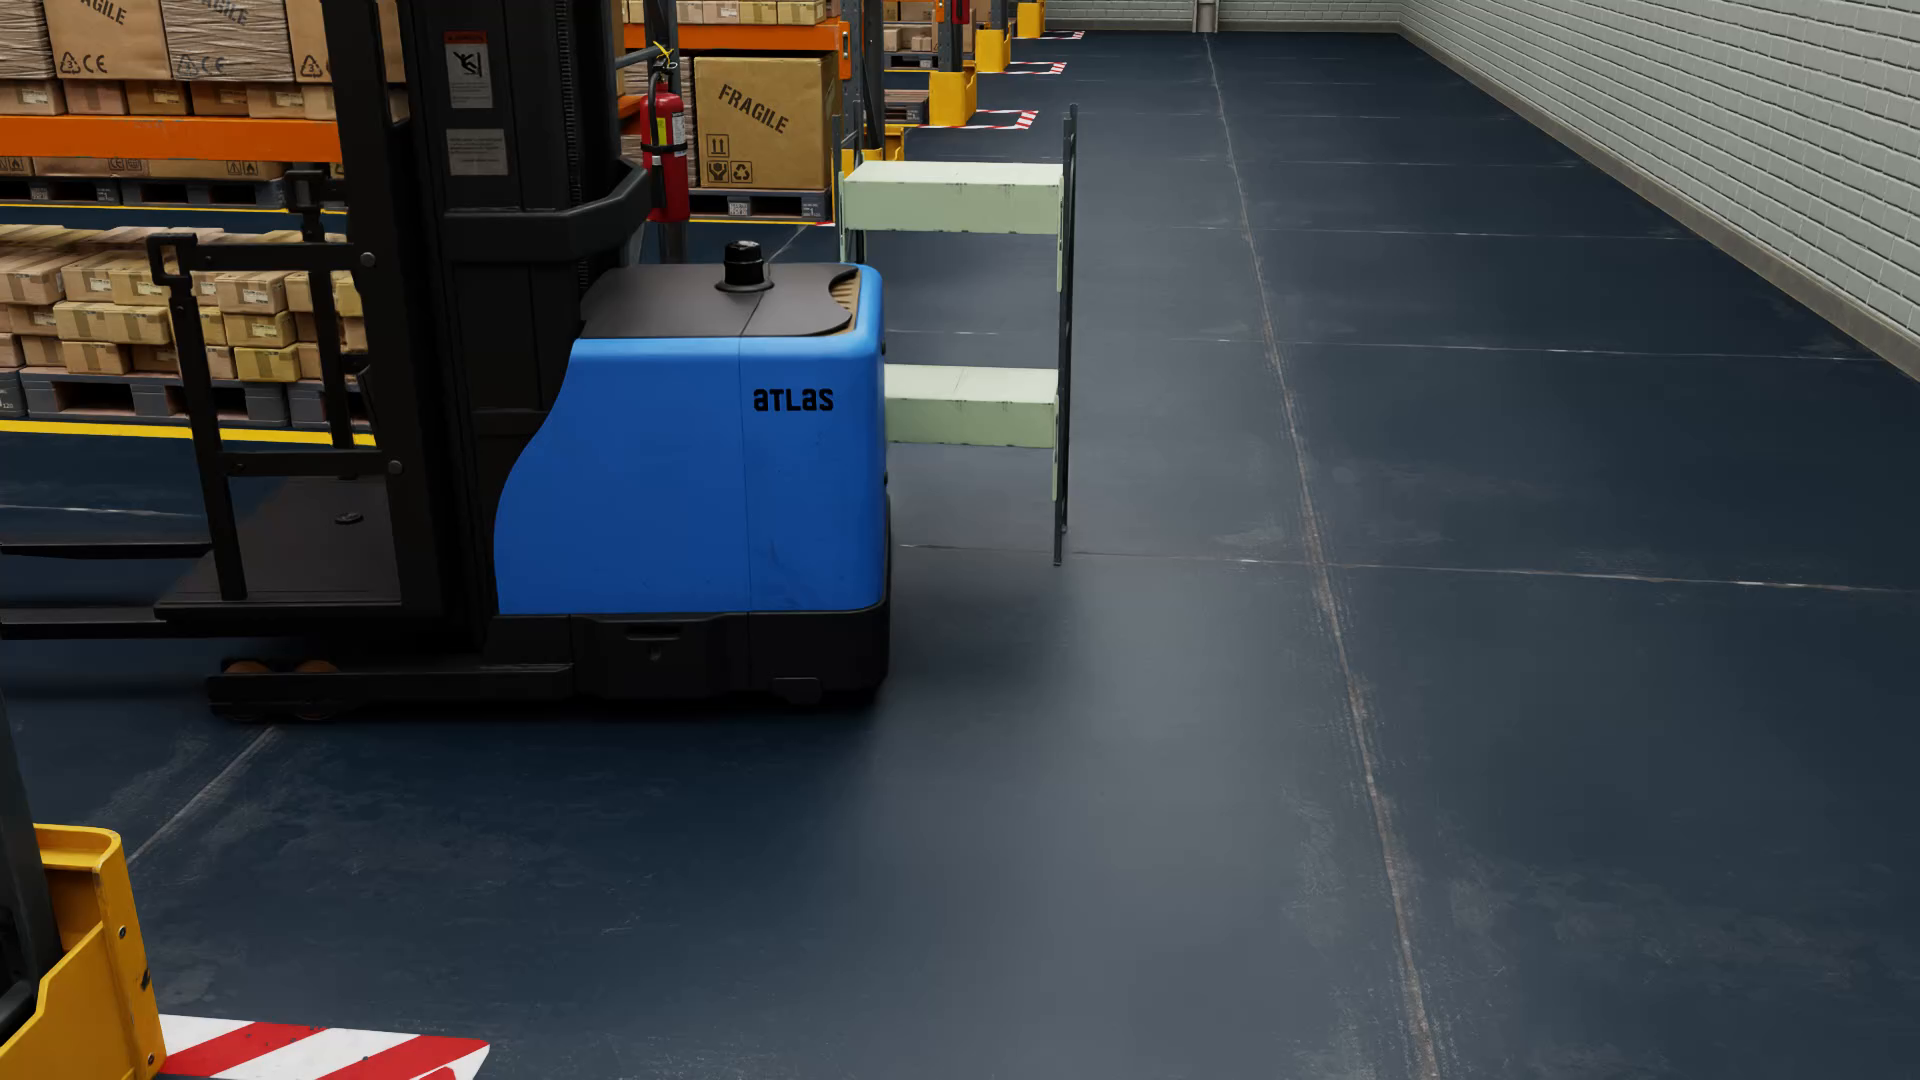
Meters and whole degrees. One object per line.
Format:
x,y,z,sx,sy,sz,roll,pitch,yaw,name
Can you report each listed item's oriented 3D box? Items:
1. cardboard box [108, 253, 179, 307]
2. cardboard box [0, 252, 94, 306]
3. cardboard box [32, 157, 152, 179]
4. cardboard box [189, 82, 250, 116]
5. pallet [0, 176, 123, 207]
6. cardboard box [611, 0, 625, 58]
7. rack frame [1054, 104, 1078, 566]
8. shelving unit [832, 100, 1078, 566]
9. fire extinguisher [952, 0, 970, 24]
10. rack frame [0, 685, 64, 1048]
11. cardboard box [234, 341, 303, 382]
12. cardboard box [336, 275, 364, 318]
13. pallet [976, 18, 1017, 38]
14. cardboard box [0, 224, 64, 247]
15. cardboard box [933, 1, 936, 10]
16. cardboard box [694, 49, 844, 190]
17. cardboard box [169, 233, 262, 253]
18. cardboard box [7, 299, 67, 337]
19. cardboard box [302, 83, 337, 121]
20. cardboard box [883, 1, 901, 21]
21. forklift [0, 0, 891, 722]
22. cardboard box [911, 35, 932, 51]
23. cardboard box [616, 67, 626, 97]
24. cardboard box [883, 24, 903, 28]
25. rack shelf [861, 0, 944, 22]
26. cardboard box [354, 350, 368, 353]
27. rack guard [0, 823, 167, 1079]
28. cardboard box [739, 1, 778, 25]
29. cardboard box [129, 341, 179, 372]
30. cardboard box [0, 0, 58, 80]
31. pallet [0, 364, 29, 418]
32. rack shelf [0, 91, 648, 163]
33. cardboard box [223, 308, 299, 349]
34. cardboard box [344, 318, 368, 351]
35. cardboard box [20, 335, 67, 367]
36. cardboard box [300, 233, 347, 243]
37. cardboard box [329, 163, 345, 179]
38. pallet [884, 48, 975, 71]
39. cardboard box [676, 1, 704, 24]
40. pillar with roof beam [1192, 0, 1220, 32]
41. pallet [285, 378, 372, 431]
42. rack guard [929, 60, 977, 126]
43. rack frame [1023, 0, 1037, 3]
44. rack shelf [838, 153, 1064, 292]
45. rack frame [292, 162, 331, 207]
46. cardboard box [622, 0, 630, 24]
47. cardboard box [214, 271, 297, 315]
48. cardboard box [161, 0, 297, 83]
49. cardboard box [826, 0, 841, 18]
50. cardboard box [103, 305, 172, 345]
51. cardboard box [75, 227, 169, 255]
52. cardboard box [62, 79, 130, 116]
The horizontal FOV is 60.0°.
-3.462,-1.133,7.223,0.250,0.149,0.380,3,22,7,cardboard box
-3.982,-1.140,7.240,0.250,0.149,0.380,3,22,7,cardboard box
-6.169,-3.227,12.341,0.875,0.875,1.225,2,22,4,cardboard box
-2.982,-1.863,6.915,0.250,0.149,0.380,2,22,4,cardboard box
-6.634,-2.722,12.537,1.213,0.211,1.003,2,22,6,pallet
-1.769,-2.286,7.103,0.500,0.500,0.500,4,22,9,cardboard box
0.357,-0.682,5.625,0.023,1.500,0.400,2,22,6,rack frame
-0.007,-0.698,5.665,0.755,1.500,0.431,2,22,6,shelving unit
0.007,-5.214,15.661,0.183,0.674,0.296,2,22,6,fire extinguisher
-1.838,-0.170,2.289,0.127,3.000,1.000,2,22,6,rack frame
-2.930,-0.808,7.211,0.250,0.149,0.380,2,22,4,cardboard box
-2.426,-1.054,7.024,0.250,0.149,0.380,2,22,5,cardboard box
0.274,-7.922,25.692,1.213,0.211,1.003,2,22,6,pallet
-4.438,-1.375,7.836,0.250,0.149,0.380,2,22,6,cardboard box
-0.127,-8.261,25.585,0.500,0.500,0.700,2,22,6,cardboard box
-1.317,-2.993,11.750,0.875,0.875,0.875,2,22,6,cardboard box
-3.406,-1.300,7.645,0.250,0.149,0.380,3,22,6,cardboard box
-3.960,-1.021,7.344,0.250,0.149,0.380,4,22,9,cardboard box
-2.462,-1.808,6.774,0.250,0.149,0.380,3,22,8,cardboard box
-1.157,-8.303,25.691,0.500,0.500,0.700,3,22,8,cardboard box
-1.734,-1.052,4.613,3.031,2.935,1.130,-1,22,-1,forklift
-0.463,-6.275,20.988,0.250,0.166,0.380,2,22,6,cardboard box
-1.639,-1.998,7.256,0.250,0.149,0.380,2,22,6,cardboard box
-1.002,-6.501,21.444,0.500,0.250,0.500,2,22,6,cardboard box
-2.075,-5.348,16.366,4.000,0.370,1.077,2,22,6,rack shelf
-2.423,-0.814,7.226,0.250,0.149,0.380,2,22,6,cardboard box
-1.814,0.994,2.746,0.348,0.500,1.175,2,22,6,rack guard
-1.323,-3.577,11.249,0.250,0.149,0.380,3,22,7,cardboard box
-3.441,-0.866,7.357,0.250,0.149,0.380,3,22,8,cardboard box
-3.878,-2.172,6.813,0.500,0.500,0.500,2,22,5,cardboard box
-4.657,-0.841,7.781,1.213,0.211,1.003,2,22,6,pallet
-3.342,-1.733,7.223,4.000,0.370,1.077,2,22,6,rack shelf
-2.946,-0.947,7.158,0.250,0.149,0.380,3,22,7,cardboard box
-2.430,-0.930,7.113,0.250,0.149,0.380,2,22,4,cardboard box
-3.958,-0.896,7.432,0.250,0.149,0.380,2,22,4,cardboard box
-2.890,-1.296,7.635,0.250,0.149,0.380,3,22,8,cardboard box
-3.998,-3.110,12.046,0.875,0.875,0.875,2,22,6,cardboard box
-0.370,-6.145,21.196,1.213,0.211,1.003,2,22,6,pallet
-1.821,-3.599,11.306,0.250,0.149,0.380,3,22,7,cardboard box
3.353,-10.630,20.589,0.400,9.000,9.100,2,22,6,pillar with roof beam
-2.234,-0.736,7.514,1.213,0.211,1.003,2,22,6,pallet
-0.064,-4.437,16.484,0.348,0.500,1.175,2,22,6,rack guard
1.077,-9.213,25.164,0.127,3.000,1.000,2,22,6,rack frame
-0.007,-1.061,5.521,0.720,0.370,0.431,2,22,6,rack shelf
-4.644,-3.961,11.879,0.127,3.000,1.000,2,22,6,rack frame
-2.336,-3.621,11.360,0.250,0.149,0.380,3,22,6,cardboard box
-2.949,-1.080,7.089,0.250,0.149,0.380,3,22,8,cardboard box
-2.848,-2.134,6.718,0.500,0.500,0.500,3,22,6,cardboard box
-0.986,-3.807,11.831,0.250,0.149,0.380,3,22,7,cardboard box
-3.475,-0.967,7.208,0.250,0.149,0.380,3,22,7,cardboard box
-3.909,-1.358,7.791,0.250,0.149,0.380,1,22,4,cardboard box
-3.500,-1.872,6.936,0.250,0.149,0.380,3,22,8,cardboard box
